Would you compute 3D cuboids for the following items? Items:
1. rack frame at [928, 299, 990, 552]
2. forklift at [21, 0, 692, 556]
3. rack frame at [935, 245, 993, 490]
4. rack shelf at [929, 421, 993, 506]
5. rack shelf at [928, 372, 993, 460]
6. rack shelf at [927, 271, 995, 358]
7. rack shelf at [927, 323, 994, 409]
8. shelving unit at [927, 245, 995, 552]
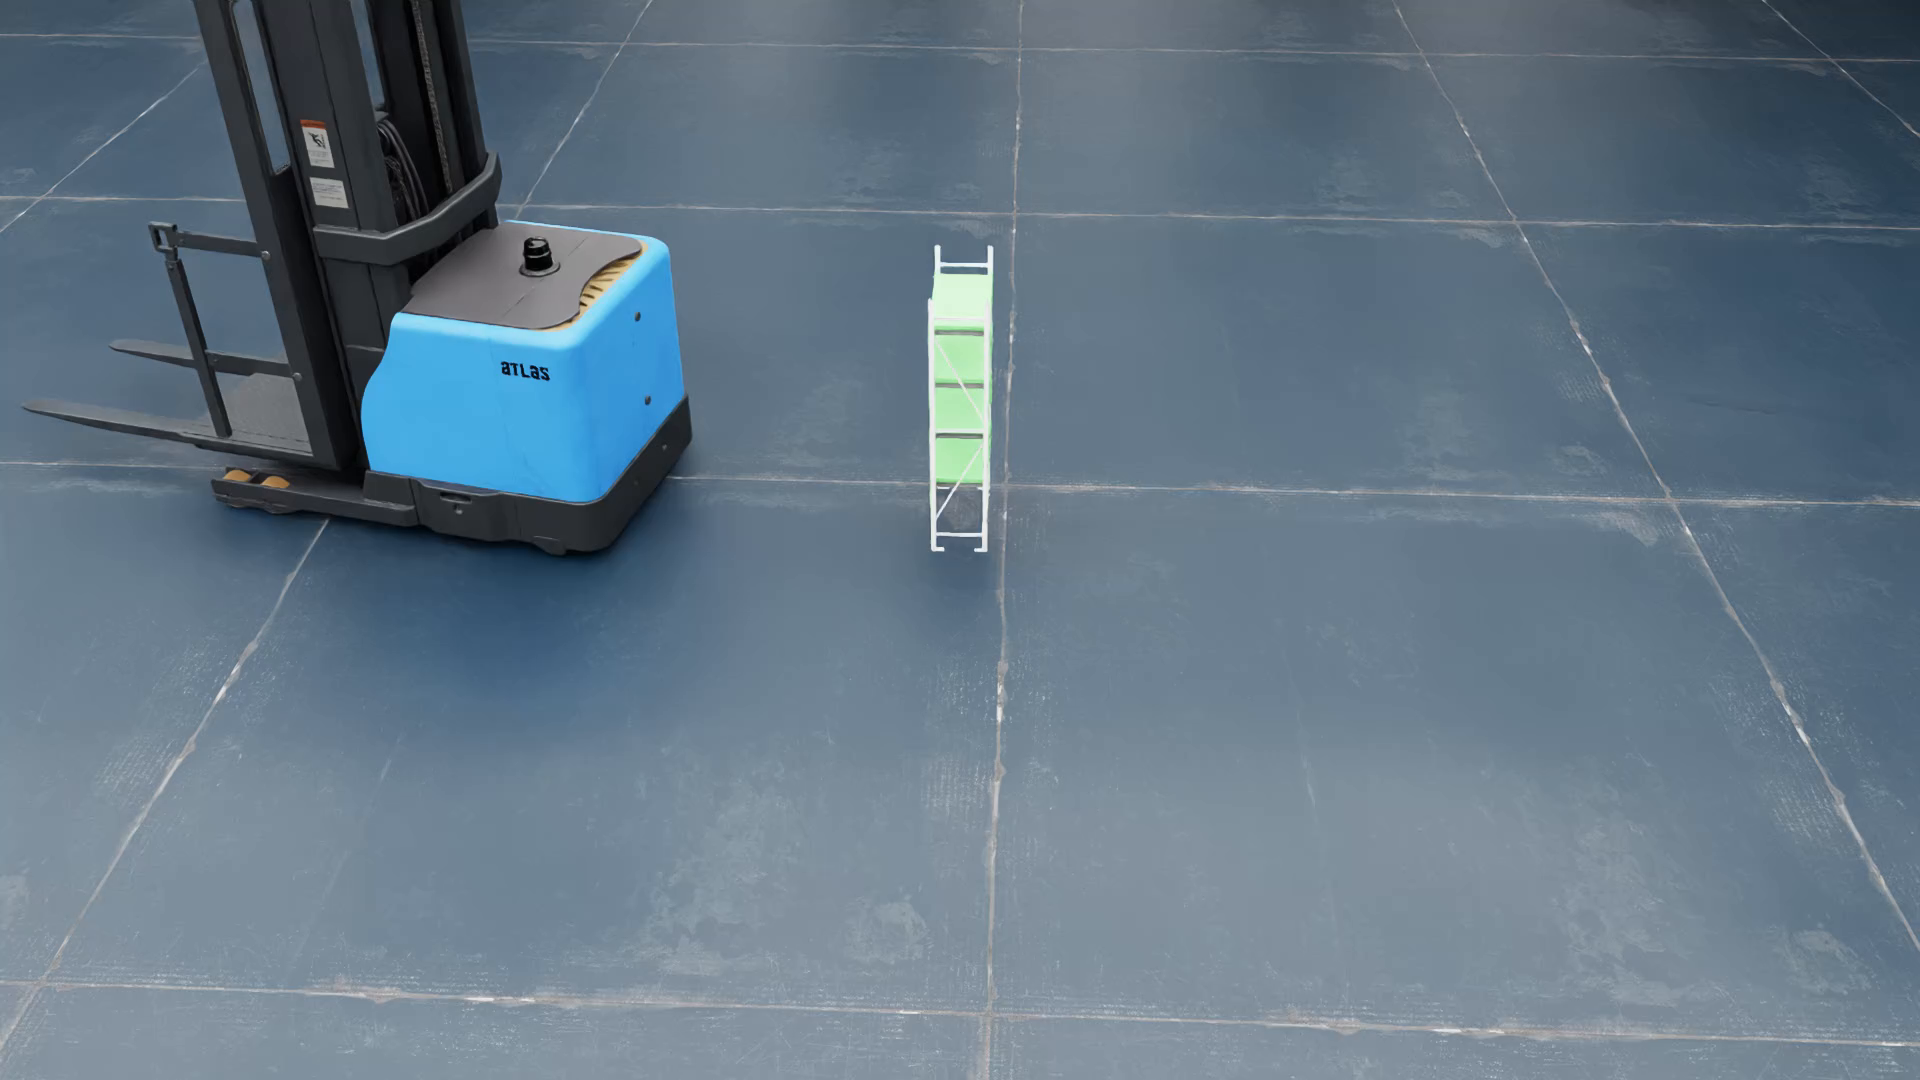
[{"bbox_3d":[-0.003,-0.446,6.841,0.240,1.200,0.015,1,35,2],"label":"rack frame"},{"bbox_3d":[-2.831,-1.597,6.973,3.031,2.935,1.130,9,36,12],"label":"forklift"},{"bbox_3d":[0.016,-0.726,7.240,0.240,1.200,0.015,1,35,2],"label":"rack frame"},{"bbox_3d":[0.007,-0.337,7.215,0.258,0.148,0.480,1,35,2],"label":"rack shelf"},{"bbox_3d":[0.007,-0.534,7.077,0.258,0.148,0.480,1,35,2],"label":"rack shelf"},{"bbox_3d":[0.007,-0.926,6.801,0.258,0.148,0.480,1,35,2],"label":"rack shelf"},{"bbox_3d":[0.007,-0.730,6.939,0.258,0.148,0.480,1,35,2],"label":"rack shelf"},{"bbox_3d":[0.007,-0.586,7.040,0.258,1.200,0.503,1,35,2],"label":"shelving unit"}]
